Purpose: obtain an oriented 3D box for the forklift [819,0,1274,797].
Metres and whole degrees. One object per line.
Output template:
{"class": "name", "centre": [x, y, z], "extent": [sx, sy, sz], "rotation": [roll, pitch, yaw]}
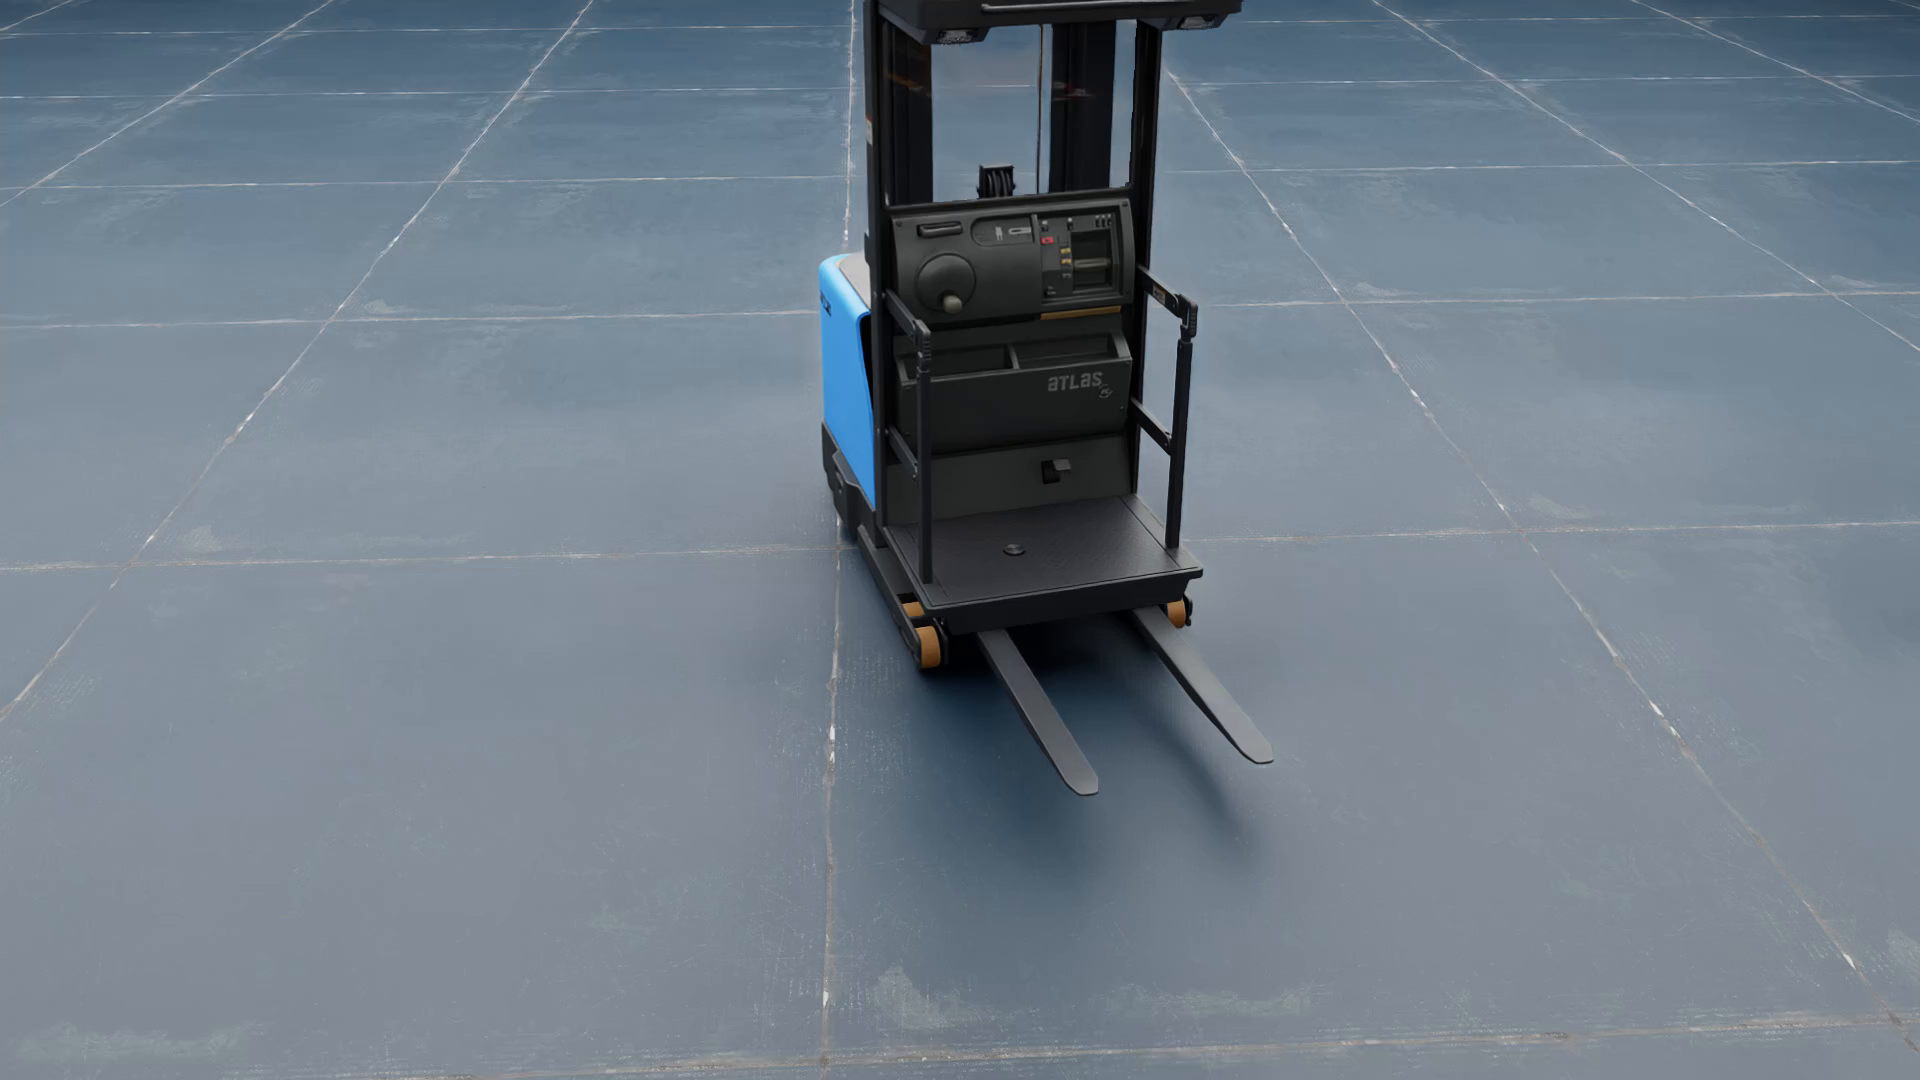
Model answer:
{"class": "forklift", "centre": [0.270, -1.013, 6.023], "extent": [1.130, 2.935, 3.031], "rotation": [-8, 29, -15]}
